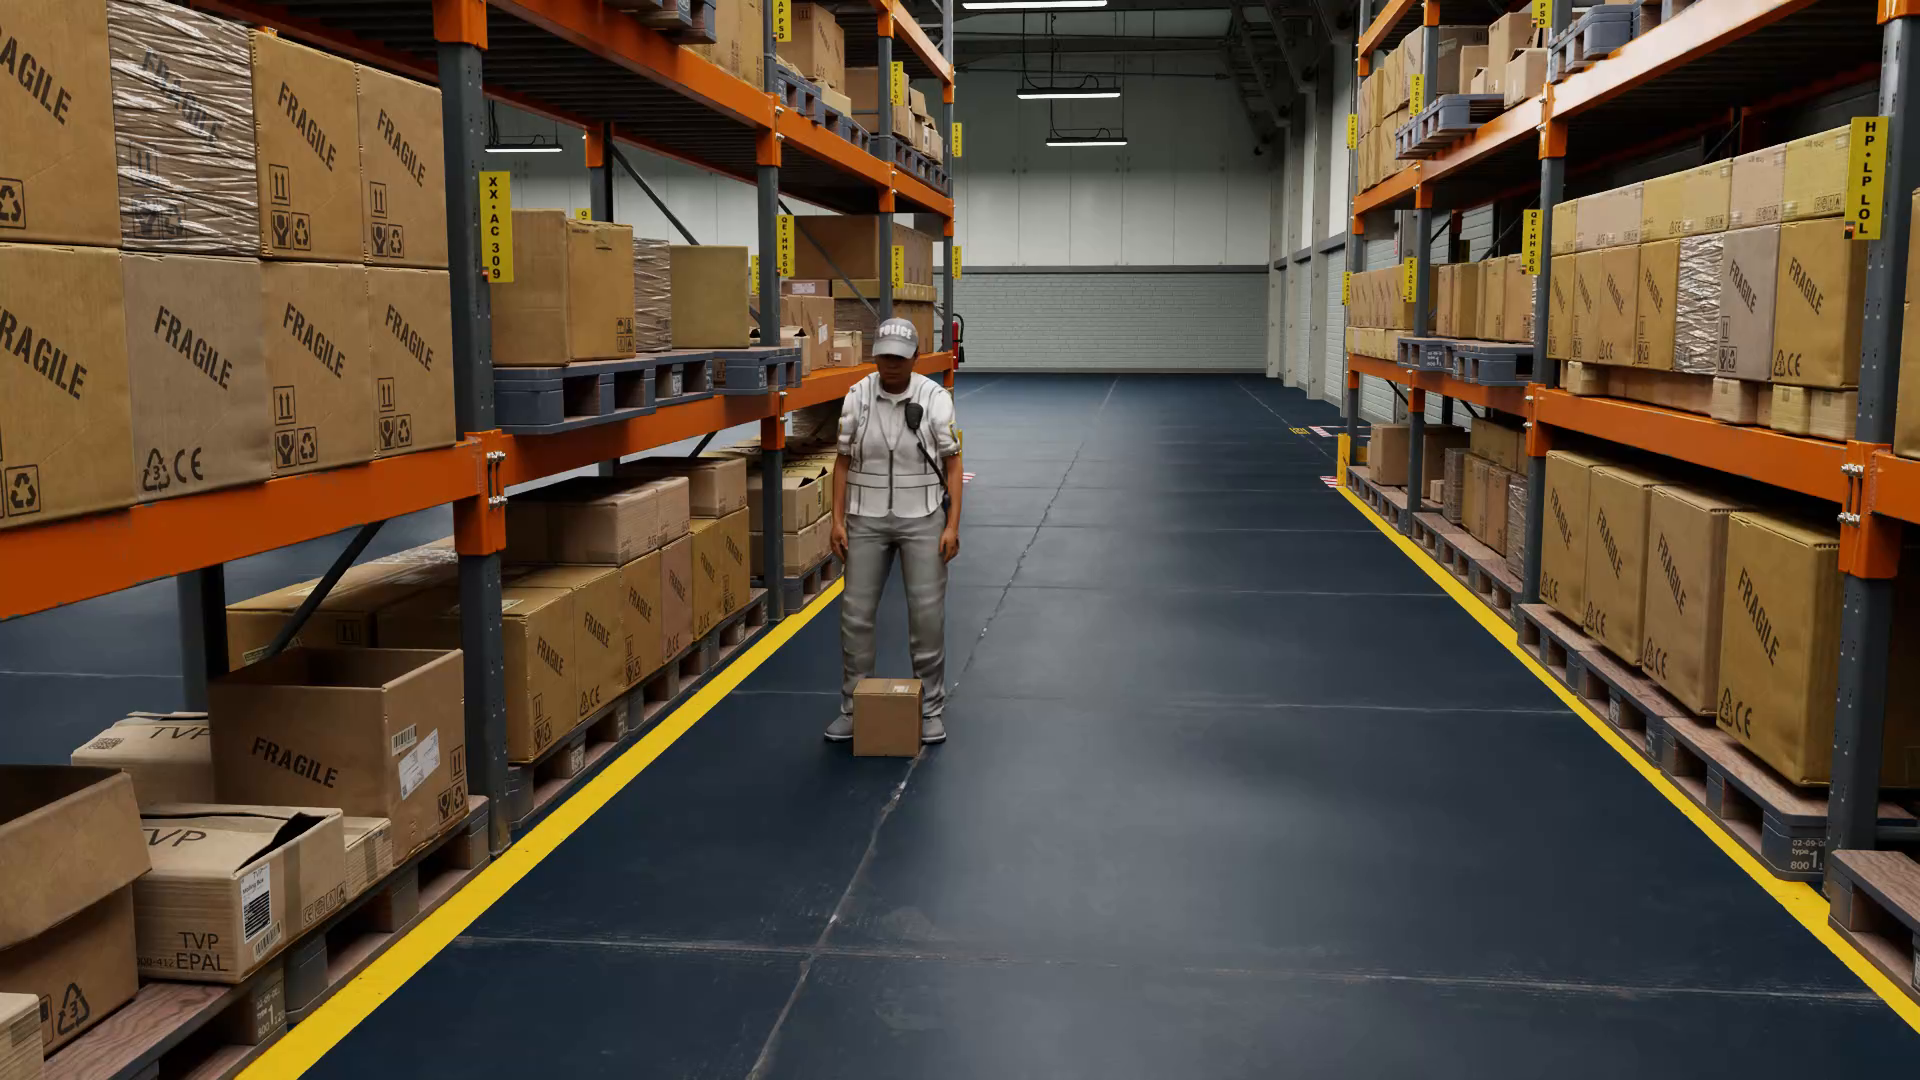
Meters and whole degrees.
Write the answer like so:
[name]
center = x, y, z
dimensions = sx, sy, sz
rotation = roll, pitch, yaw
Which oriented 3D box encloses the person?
[person]
center = -0.261, -0.042, 6.584
dimensions = 0.538, 1.666, 0.465
rotation = 1, 8, 8
